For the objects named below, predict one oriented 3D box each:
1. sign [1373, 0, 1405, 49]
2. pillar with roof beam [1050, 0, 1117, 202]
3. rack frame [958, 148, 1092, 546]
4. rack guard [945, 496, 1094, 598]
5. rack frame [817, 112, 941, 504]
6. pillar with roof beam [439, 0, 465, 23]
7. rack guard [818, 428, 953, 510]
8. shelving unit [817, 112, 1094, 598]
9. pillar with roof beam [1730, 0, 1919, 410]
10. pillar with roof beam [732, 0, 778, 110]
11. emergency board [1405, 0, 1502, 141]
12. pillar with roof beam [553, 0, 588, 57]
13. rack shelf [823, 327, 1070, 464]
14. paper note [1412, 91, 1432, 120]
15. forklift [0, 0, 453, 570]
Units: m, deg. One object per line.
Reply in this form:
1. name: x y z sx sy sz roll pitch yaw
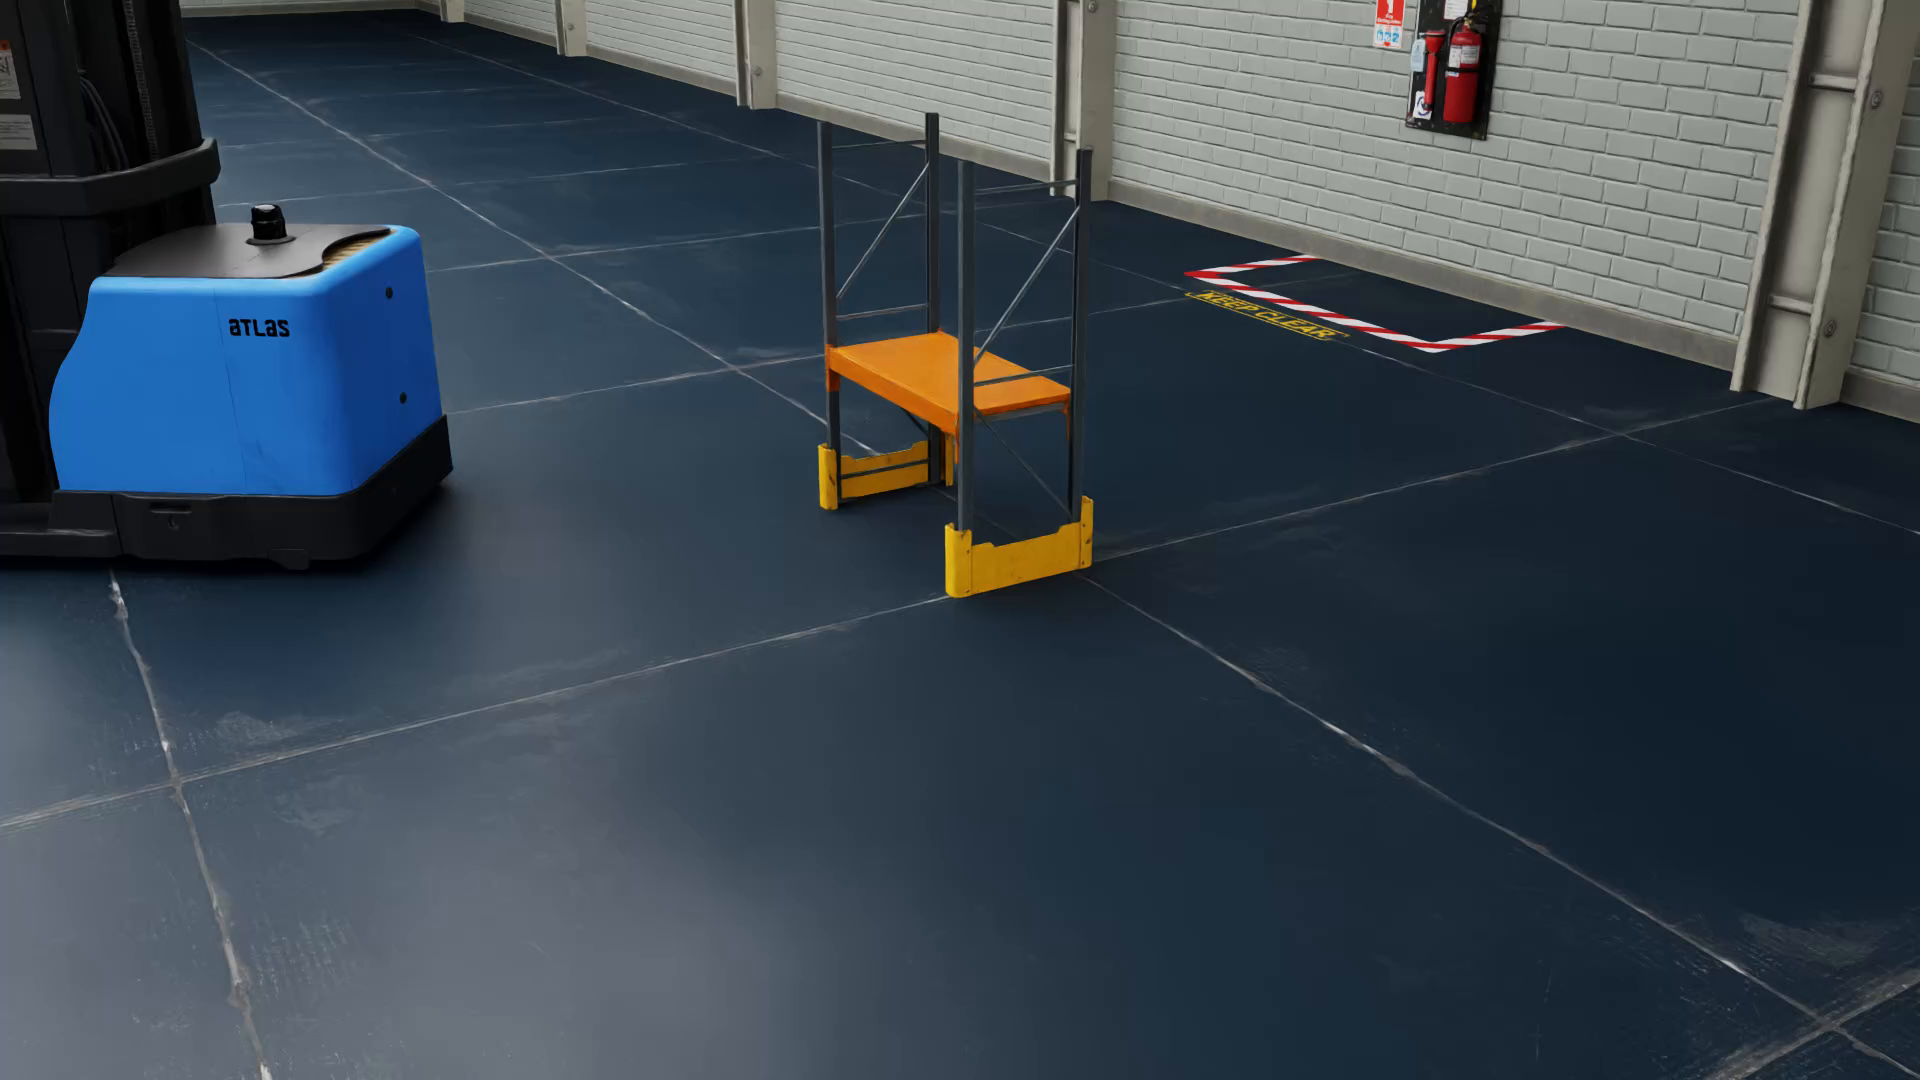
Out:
1. sign: 2.568 -3.115 9.945 0.001 0.329 0.234 -13 25 -28
2. pillar with roof beam: -2.775 -5.986 9.088 9.100 9.000 0.400 -13 25 -28
3. rack frame: 0.216 -0.558 5.692 0.500 1.500 0.032 -13 25 -28
4. rack guard: 0.215 0.021 5.928 0.587 0.250 0.087 -13 25 -28
5. rack frame: -0.303 -0.887 6.502 0.500 1.500 0.032 -13 25 -28
6. pillar with roof beam: -11.969 -11.813 23.424 9.100 9.000 0.400 -13 25 -28
7. rack guard: -0.293 -0.302 6.722 0.587 0.250 0.087 -13 25 -28
8. shelving unit: -0.039 -0.719 6.090 0.587 1.500 1.083 -13 25 -28
9. pillar with roof beam: 0.290 -4.044 4.310 9.100 9.000 0.400 -13 25 -28
10. pillar with roof beam: -5.840 -7.928 13.867 9.100 9.000 0.400 -13 25 -28
11. emergency board: 2.762 -2.900 9.463 0.194 1.169 0.643 -13 25 -28
12. pillar with roof beam: -8.905 -9.871 18.645 9.100 9.000 0.400 -13 25 -28
13. rack shelf: -0.044 -0.556 6.165 0.538 0.185 1.000 -13 25 -28
14. paper note: 2.730 -2.563 9.802 0.016 0.148 0.142 -13 25 -28
15. forklift: -3.622 -1.452 5.991 3.031 2.935 1.130 1 22 4
